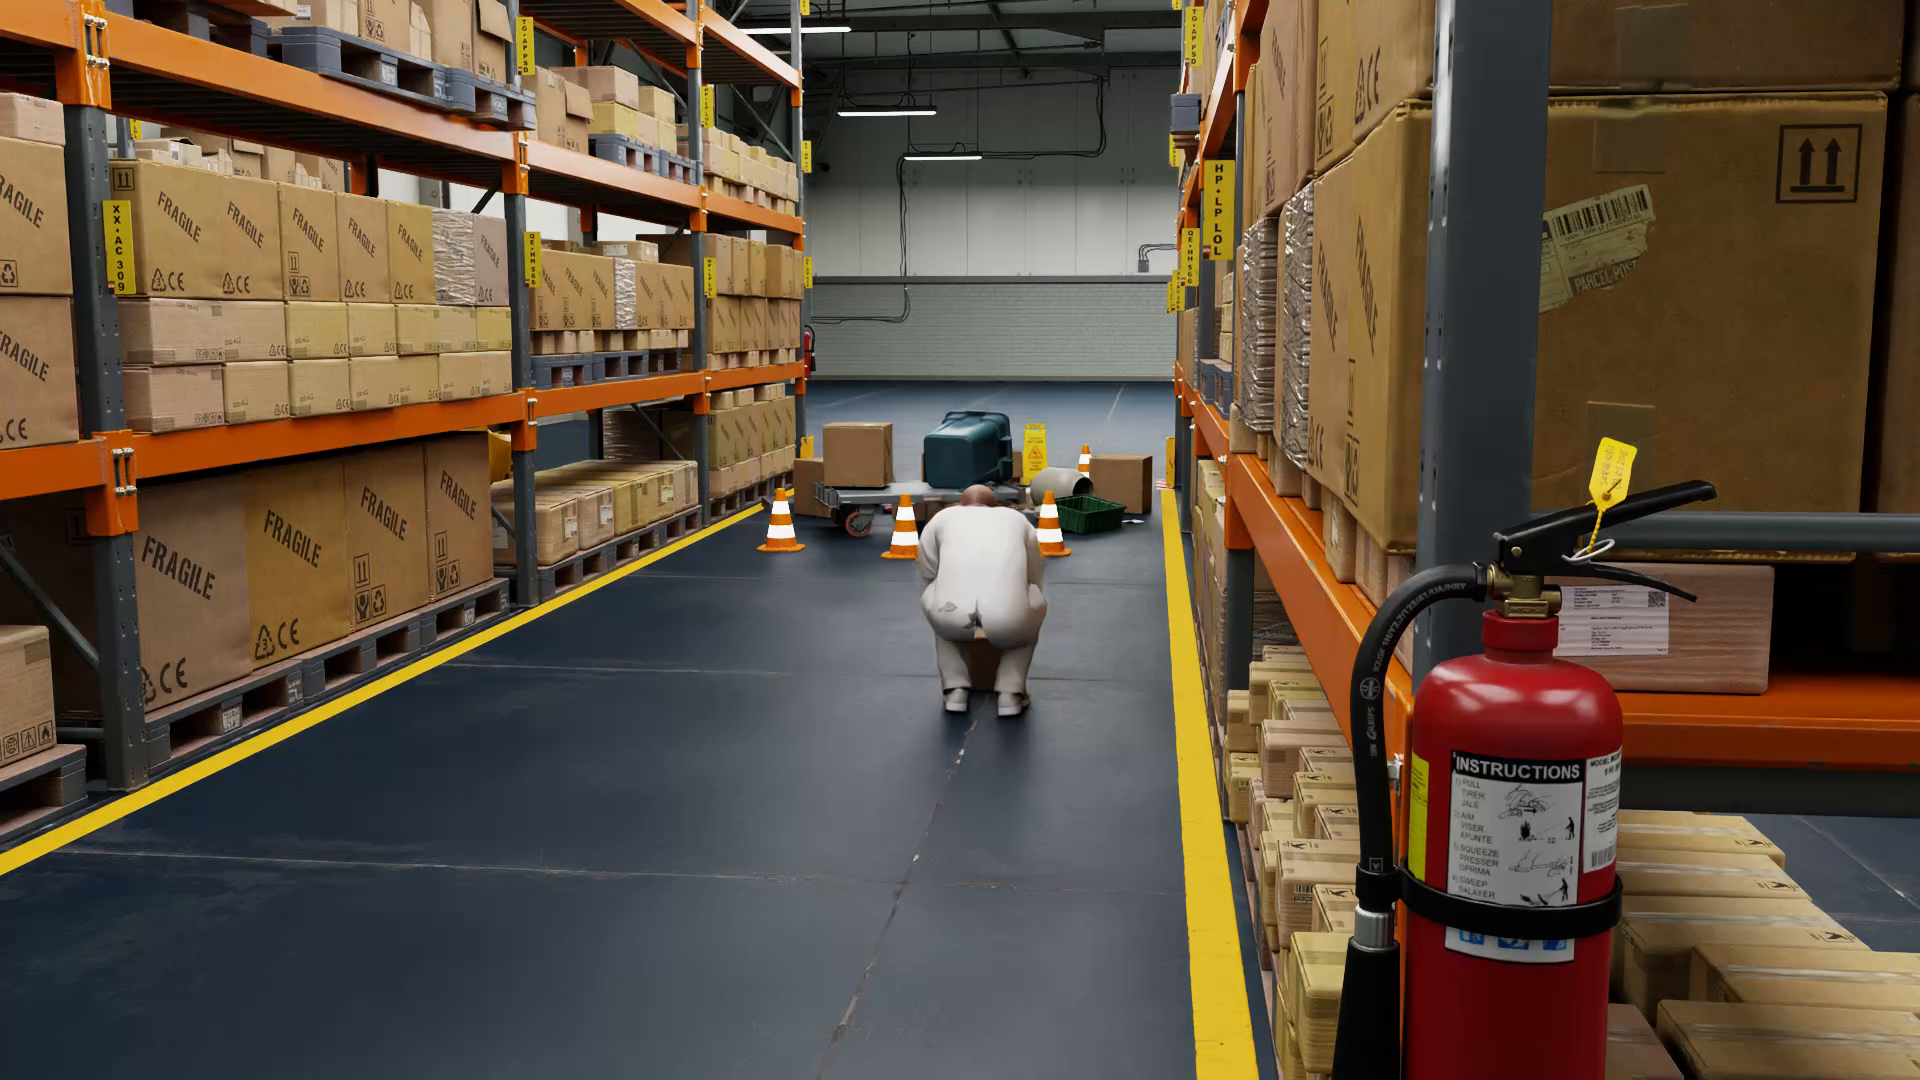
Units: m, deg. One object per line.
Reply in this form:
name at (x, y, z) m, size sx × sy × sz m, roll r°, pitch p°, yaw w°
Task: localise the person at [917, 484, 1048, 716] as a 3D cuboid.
person at (0.095, 0.260, 7.504) m, size 0.610 × 0.965 × 0.898 m, roll 1°, pitch 7°, yaw 7°
